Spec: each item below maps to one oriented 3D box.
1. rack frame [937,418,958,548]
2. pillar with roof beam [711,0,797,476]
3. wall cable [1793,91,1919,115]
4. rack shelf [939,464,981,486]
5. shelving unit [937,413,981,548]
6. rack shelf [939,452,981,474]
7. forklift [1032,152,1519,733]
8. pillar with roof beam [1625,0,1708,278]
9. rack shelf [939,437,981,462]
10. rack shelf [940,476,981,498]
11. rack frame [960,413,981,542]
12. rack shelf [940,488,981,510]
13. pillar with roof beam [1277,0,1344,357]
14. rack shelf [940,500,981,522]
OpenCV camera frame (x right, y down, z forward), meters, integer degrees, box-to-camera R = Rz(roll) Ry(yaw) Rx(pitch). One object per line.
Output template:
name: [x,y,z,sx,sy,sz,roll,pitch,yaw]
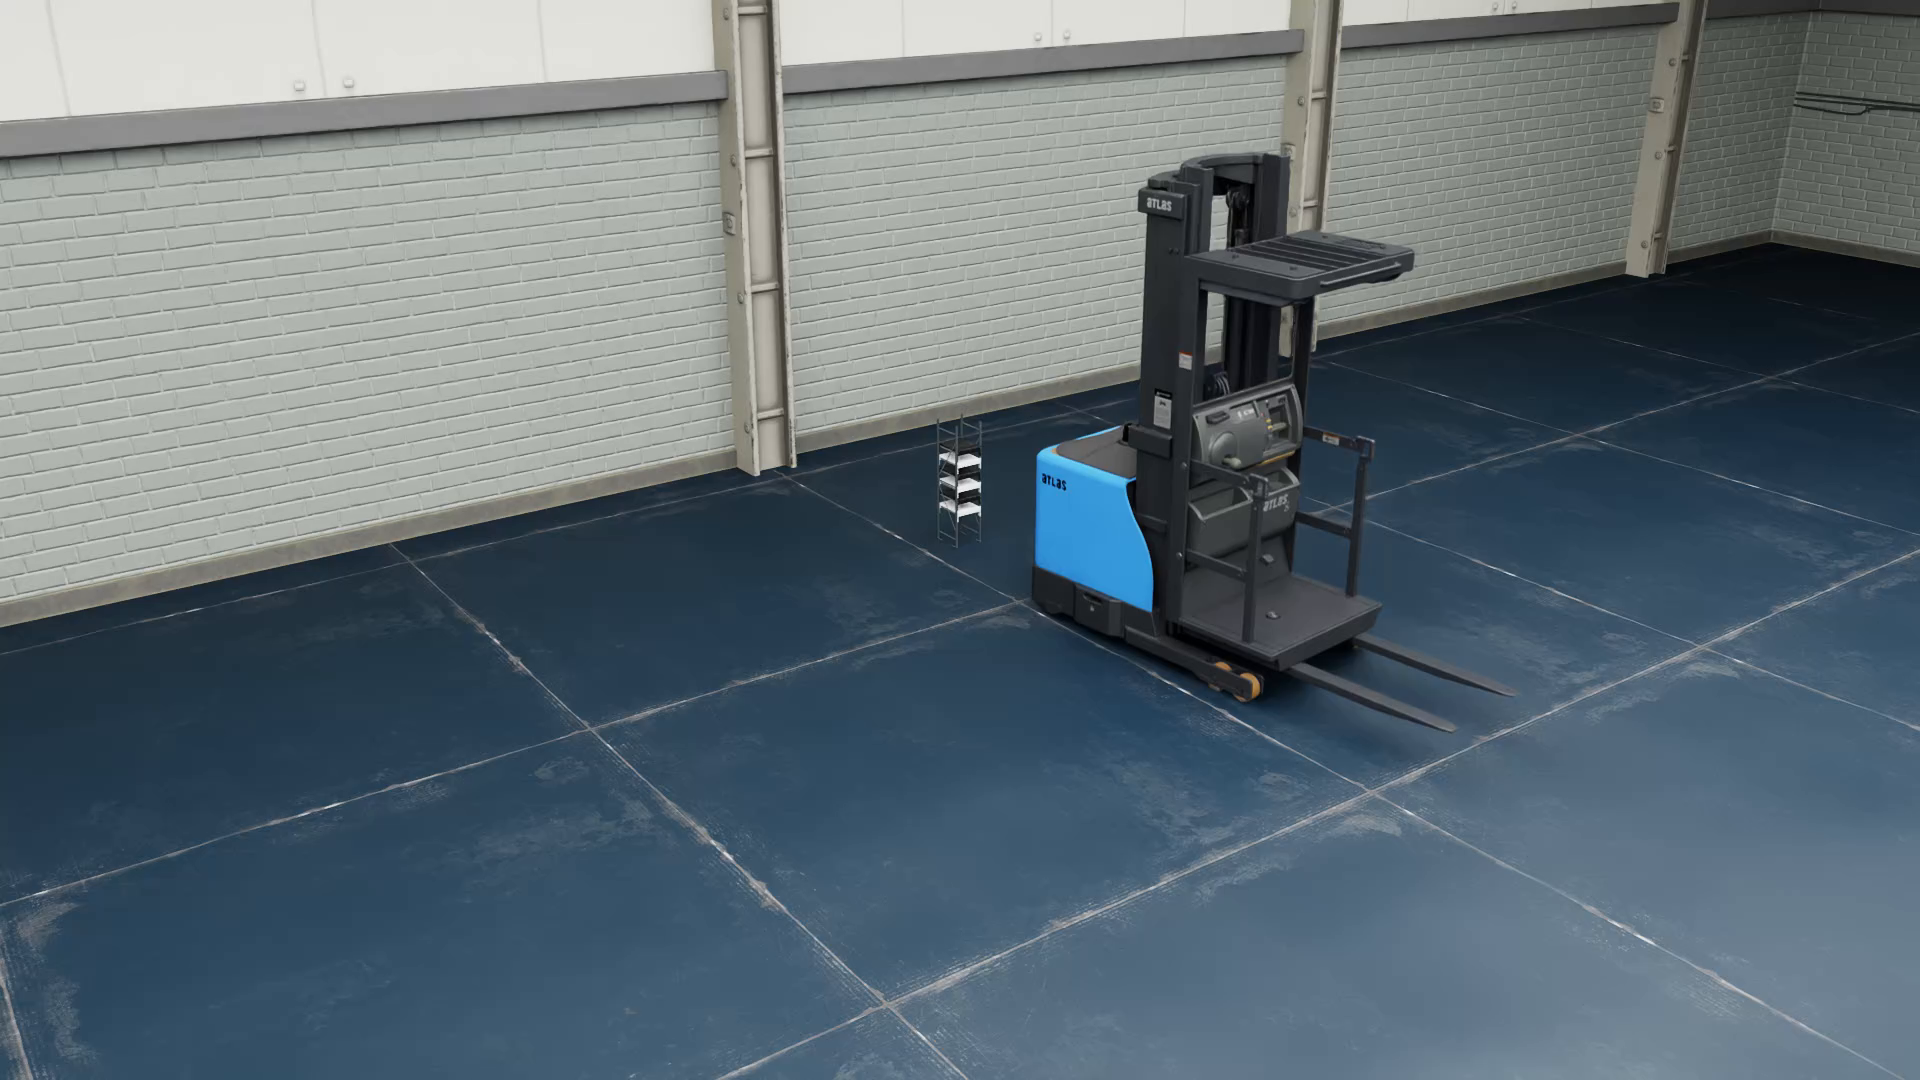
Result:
rack frame: [-0.089,-0.394,11.670,0.006,0.900,0.240,-15,26,-33]
pillar with roof beam: [0.955,-3.478,8.471,0.400,9.000,9.100,-15,26,-33]
wall cable: [11.346,-6.168,19.403,0.112,2.526,3.097,-15,26,-33]
rack shelf: [-0.007,-0.469,11.704,0.200,0.077,0.258,-15,26,-33]
shelving unit: [-0.007,-0.416,11.725,0.210,0.900,0.258,-15,26,-33]
rack shelf: [-0.007,-0.552,11.671,0.200,0.077,0.258,-15,26,-33]
forklift: [1.825,-0.642,9.551,1.130,2.935,3.031,-19,28,-39]
pillar with roof beam: [10.696,-6.076,14.980,0.400,9.000,9.100,-15,26,-33]
rack shelf: [-0.007,-0.636,11.637,0.200,0.077,0.258,-15,26,-33]
rack shelf: [-0.007,-0.385,11.738,0.200,0.077,0.258,-15,26,-33]
rack frame: [0.076,-0.438,11.780,0.006,0.900,0.240,-15,26,-33]
rack shelf: [-0.007,-0.302,11.771,0.200,0.077,0.258,-15,26,-33]
pillar with roof beam: [5.826,-4.777,11.726,0.400,9.000,9.100,-15,26,-33]
rack shelf: [-0.007,-0.218,11.804,0.200,0.077,0.258,-15,26,-33]
